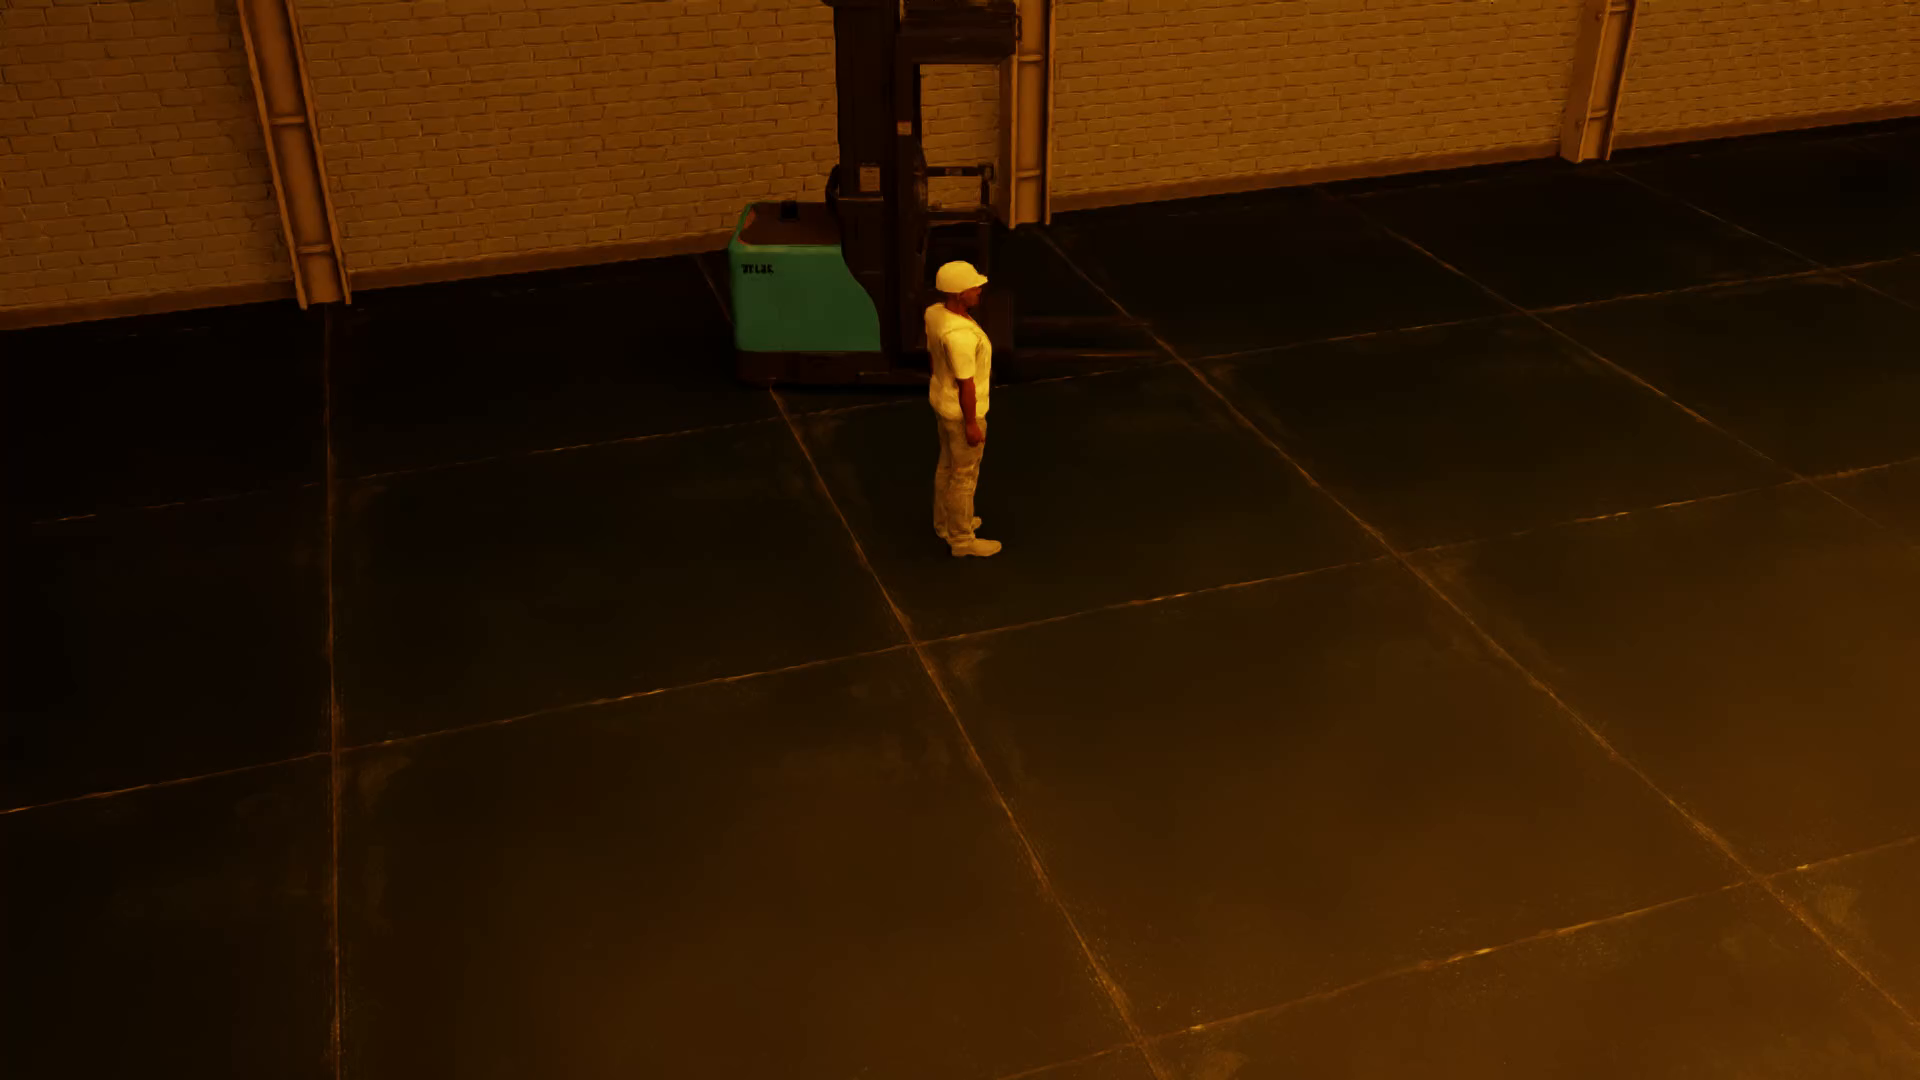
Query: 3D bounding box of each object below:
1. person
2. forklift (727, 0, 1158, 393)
[{"bbox_3d":[0.012,-0.769,9.590,0.367,1.771,0.559,-10,31,-16],"label":"person"},{"bbox_3d":[-0.093,-2.577,11.566,3.031,2.935,1.130,1,30,1],"label":"forklift"}]
